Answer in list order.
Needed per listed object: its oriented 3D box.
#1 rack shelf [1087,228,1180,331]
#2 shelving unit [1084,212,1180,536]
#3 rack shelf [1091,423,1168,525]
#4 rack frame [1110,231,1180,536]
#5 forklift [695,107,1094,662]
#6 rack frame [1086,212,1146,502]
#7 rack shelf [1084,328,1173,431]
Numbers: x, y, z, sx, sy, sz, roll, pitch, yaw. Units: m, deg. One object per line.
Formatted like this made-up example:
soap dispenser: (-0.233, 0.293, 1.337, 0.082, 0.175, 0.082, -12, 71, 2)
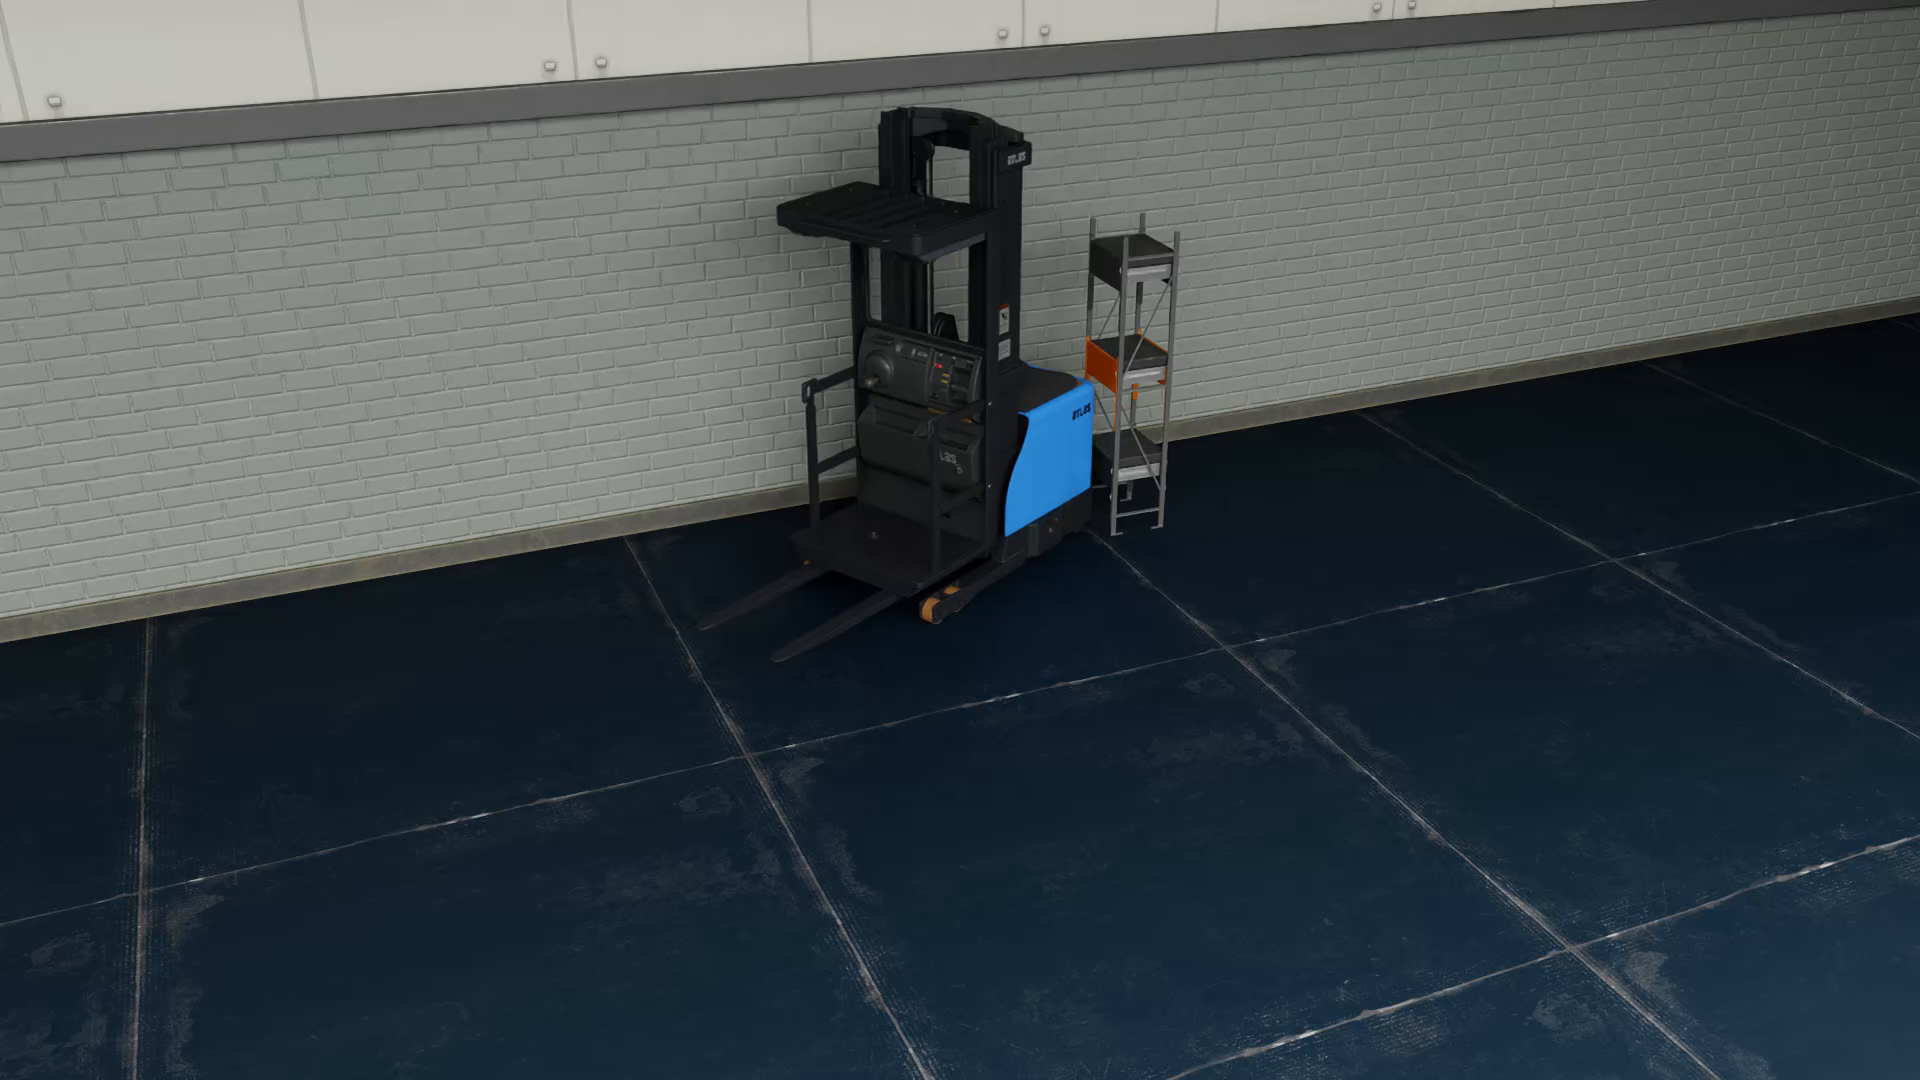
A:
rack shelf: (1.135, -1.721, 10.964, 0.431, 0.518, 0.480, -10, 28, -19)
shelving unit: (1.135, -1.104, 11.265, 0.431, 2.100, 0.503, -10, 28, -19)
rack shelf: (1.135, -0.463, 11.578, 0.431, 0.518, 0.480, -10, 28, -19)
rack frame: (1.224, -1.005, 11.060, 0.400, 2.100, 0.015, -10, 28, -19)
forklift: (-0.382, -1.038, 10.181, 1.130, 2.935, 3.031, 19, 32, 33)
rack frame: (1.047, -1.204, 11.469, 0.400, 2.100, 0.015, -10, 28, -19)
rack shelf: (1.135, -1.092, 11.271, 0.431, 0.518, 0.480, -10, 28, -19)
